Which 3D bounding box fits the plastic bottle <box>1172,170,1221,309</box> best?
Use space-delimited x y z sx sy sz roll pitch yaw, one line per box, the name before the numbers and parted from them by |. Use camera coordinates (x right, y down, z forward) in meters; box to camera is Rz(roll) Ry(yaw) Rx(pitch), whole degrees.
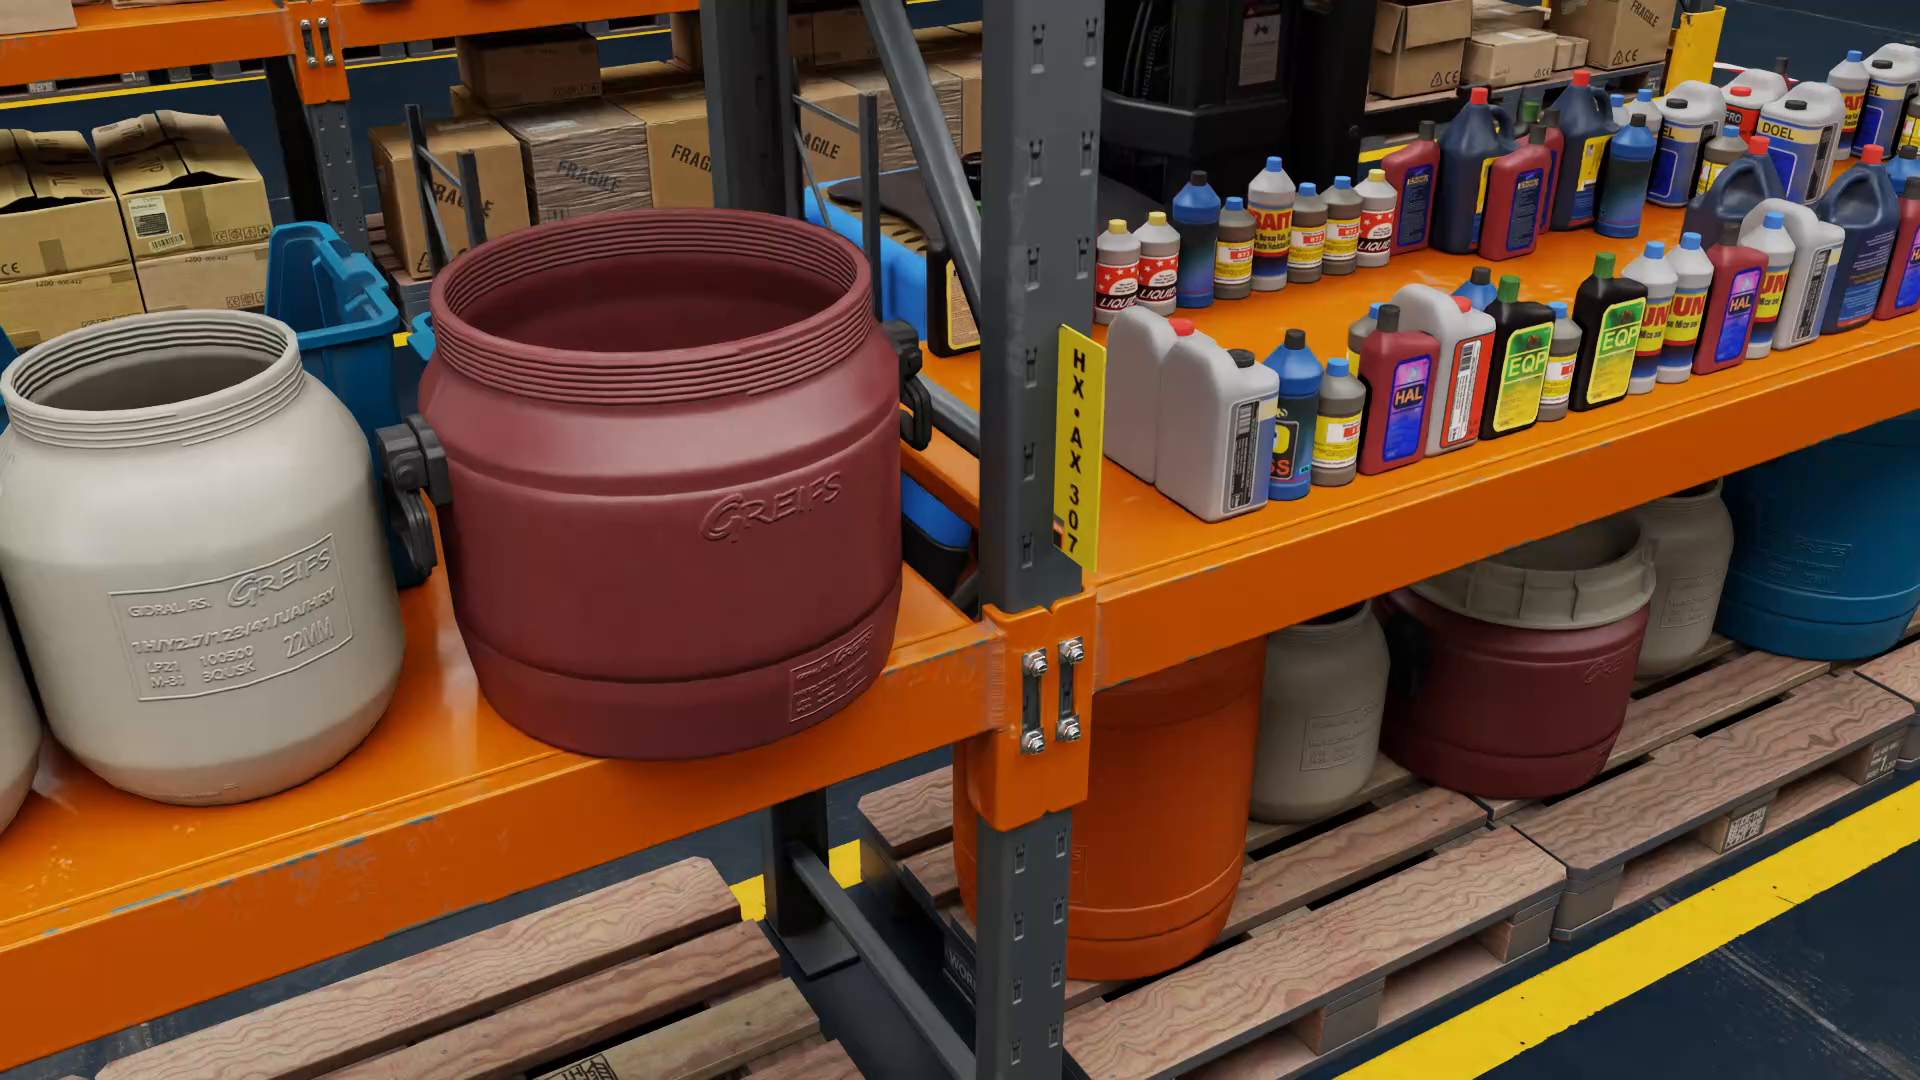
plastic bottle | 0.479 -0.617 3.397 0.097 0.271 0.097 0 29 0

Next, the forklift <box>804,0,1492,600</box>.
forklift | 1.014 -1.551 5.027 3.031 2.935 1.130 -16 33 -26

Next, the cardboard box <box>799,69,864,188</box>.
cardboard box | -0.767 -1.808 7.554 0.500 0.500 0.500 -17 33 -28

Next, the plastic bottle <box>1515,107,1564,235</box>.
plastic bottle | 1.294 -0.830 3.771 0.133 0.283 0.061 -16 33 -26

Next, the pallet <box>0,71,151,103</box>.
pallet | -5.823 -2.988 10.445 1.213 0.211 1.003 -16 33 -26

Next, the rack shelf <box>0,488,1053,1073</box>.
rack shelf | -1.854 0.532 1.926 4.000 0.370 1.077 -16 33 -26

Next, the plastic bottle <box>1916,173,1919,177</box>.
plastic bottle | 2.078 -0.663 3.476 0.135 0.276 0.152 -16 33 -26

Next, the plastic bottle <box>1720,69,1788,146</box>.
plastic bottle | 1.929 -1.016 4.115 0.135 0.276 0.152 -16 33 -26

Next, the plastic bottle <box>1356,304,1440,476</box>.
plastic bottle | 0.714 -0.254 2.726 0.133 0.283 0.061 -16 33 -26

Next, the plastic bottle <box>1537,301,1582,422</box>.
plastic bottle | 1.035 -0.319 2.930 0.097 0.201 0.097 0 29 0

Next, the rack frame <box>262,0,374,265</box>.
rack frame | -2.635 -2.337 6.380 0.127 3.000 1.000 -16 33 -26

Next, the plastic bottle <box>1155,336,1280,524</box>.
plastic bottle | 0.408 -0.189 2.617 0.135 0.276 0.152 -16 33 -26

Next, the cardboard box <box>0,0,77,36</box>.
cardboard box | -3.271 -1.891 5.833 0.250 0.149 0.380 -16 33 -26

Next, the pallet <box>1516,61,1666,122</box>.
pallet | 3.510 -2.860 10.214 1.213 0.211 1.003 -16 33 -26

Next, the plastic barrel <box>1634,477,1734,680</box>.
plastic barrel | 1.699 0.054 4.187 0.421 0.512 0.421 0 29 0

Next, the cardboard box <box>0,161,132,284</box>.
cardboard box | -3.407 -1.201 6.153 0.500 0.311 0.500 -16 33 -27

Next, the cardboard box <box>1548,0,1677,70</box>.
cardboard box | 3.918 -3.157 9.999 0.500 0.500 0.500 -16 33 -26

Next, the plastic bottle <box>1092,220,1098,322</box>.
plastic bottle | 0.202 -0.554 3.271 0.133 0.283 0.061 -16 33 -26

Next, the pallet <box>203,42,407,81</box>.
pallet | -4.430 -3.340 11.084 1.213 0.211 1.003 -16 33 -26

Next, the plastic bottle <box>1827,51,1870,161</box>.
plastic bottle | 2.298 -1.134 4.333 0.097 0.271 0.097 0 29 0

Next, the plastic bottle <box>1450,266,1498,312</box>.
plastic bottle | 0.890 -0.343 2.900 0.097 0.271 0.097 0 29 0

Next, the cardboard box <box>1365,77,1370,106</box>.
cardboard box | 2.025 -2.496 9.146 0.250 0.166 0.380 -16 33 -26

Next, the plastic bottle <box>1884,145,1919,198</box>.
plastic bottle | 1.998 -0.709 3.563 0.097 0.271 0.097 0 29 0

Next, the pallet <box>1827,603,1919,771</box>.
pallet | 2.633 0.141 4.776 1.213 0.211 1.003 -16 33 -26

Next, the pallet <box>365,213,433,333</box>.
pallet | -1.973 -1.283 7.356 1.213 0.211 1.003 -16 33 -26

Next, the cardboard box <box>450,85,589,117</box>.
cardboard box | -1.948 -1.762 7.469 0.500 0.500 0.500 -15 32 -24

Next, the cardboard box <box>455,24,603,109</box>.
cardboard box | -1.902 -2.105 7.316 0.500 0.250 0.500 -15 32 -24

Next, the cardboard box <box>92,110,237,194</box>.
cardboard box | -3.236 -1.556 6.796 0.500 0.311 0.500 -15 32 -25

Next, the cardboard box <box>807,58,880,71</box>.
cardboard box | -0.616 -2.143 8.160 0.500 0.500 0.500 -15 32 -26

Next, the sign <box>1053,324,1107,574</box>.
sign | 0.156 -0.116 2.187 0.005 0.325 0.100 -16 33 -26

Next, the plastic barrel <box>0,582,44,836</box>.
plastic barrel | -1.271 0.123 1.807 0.421 0.512 0.421 0 29 0

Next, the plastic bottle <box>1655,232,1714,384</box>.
plastic bottle | 1.318 -0.430 3.059 0.097 0.271 0.097 0 29 0

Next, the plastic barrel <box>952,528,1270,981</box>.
plastic barrel | 0.284 0.367 3.292 0.708 0.830 0.600 -16 33 -26

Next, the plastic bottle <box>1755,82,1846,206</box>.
plastic bottle | 2.006 -0.952 4.000 0.135 0.276 0.152 -16 33 -26

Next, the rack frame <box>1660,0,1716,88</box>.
rack frame | 4.262 -4.295 9.928 0.127 3.000 1.000 -16 33 -26

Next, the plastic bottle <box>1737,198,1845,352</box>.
plastic bottle | 1.603 -0.529 3.232 0.135 0.276 0.152 -16 33 -26

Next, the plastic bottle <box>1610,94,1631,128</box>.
plastic bottle | 1.531 -0.916 3.939 0.097 0.271 0.097 0 29 0

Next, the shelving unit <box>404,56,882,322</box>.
shelving unit | -0.777 -0.435 4.487 1.083 1.500 0.587 -16 33 -26

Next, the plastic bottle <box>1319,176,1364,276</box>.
plastic bottle | 0.815 -0.682 3.587 0.097 0.201 0.097 0 29 0

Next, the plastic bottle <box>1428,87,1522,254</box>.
plastic bottle | 1.147 -0.829 3.698 0.185 0.351 0.144 -16 33 -26

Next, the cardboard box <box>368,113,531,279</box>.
cardboard box | -2.098 -1.427 6.863 0.500 0.500 0.500 -14 32 -24

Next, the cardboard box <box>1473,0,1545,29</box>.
cardboard box | 3.218 -3.146 10.237 0.500 0.250 0.500 -16 33 -26
